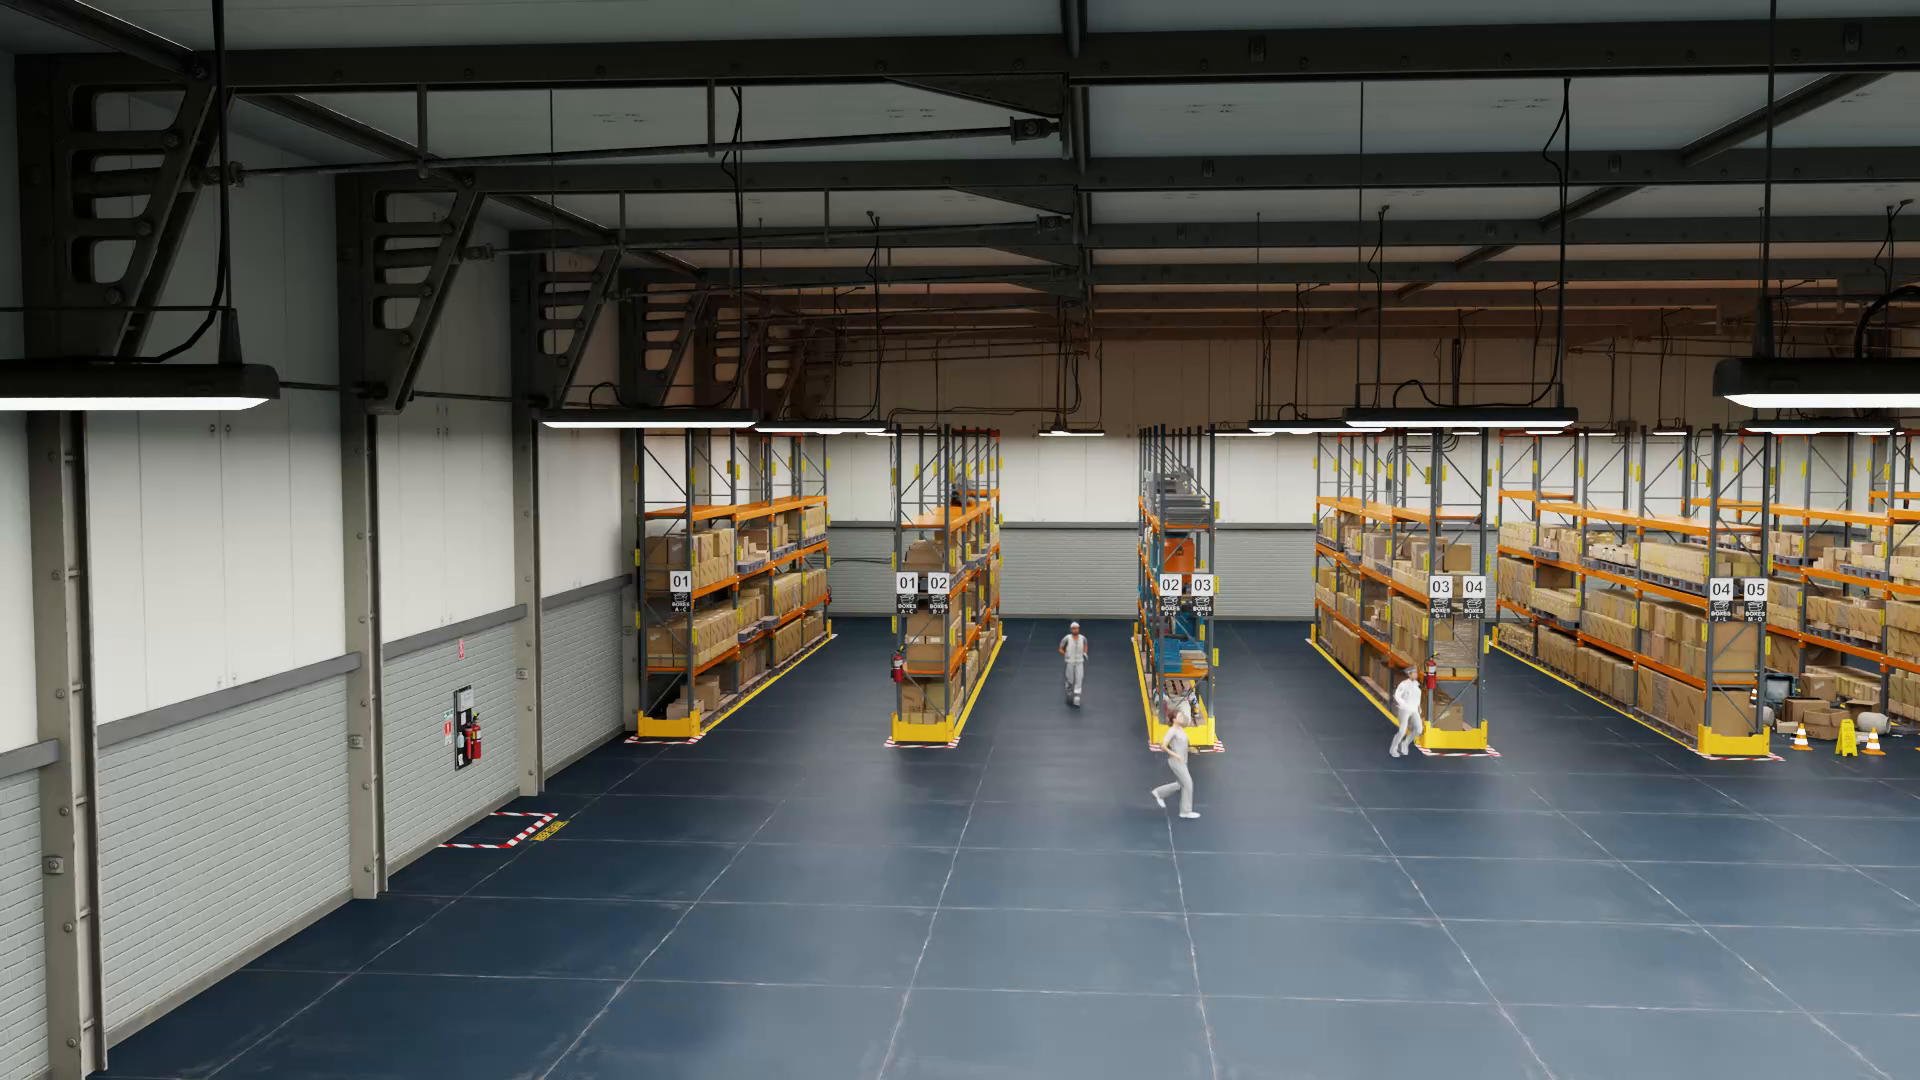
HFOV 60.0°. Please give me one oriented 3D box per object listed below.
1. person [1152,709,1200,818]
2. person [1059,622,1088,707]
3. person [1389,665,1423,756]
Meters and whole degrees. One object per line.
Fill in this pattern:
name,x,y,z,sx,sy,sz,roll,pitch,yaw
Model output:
person,3.259,3.371,25.167,0.779,1.632,0.573,2,4,26
person,2.465,2.652,35.837,0.653,1.774,0.959,0,3,-6
person,8.116,3.075,29.957,0.675,1.635,0.570,-2,4,-25
